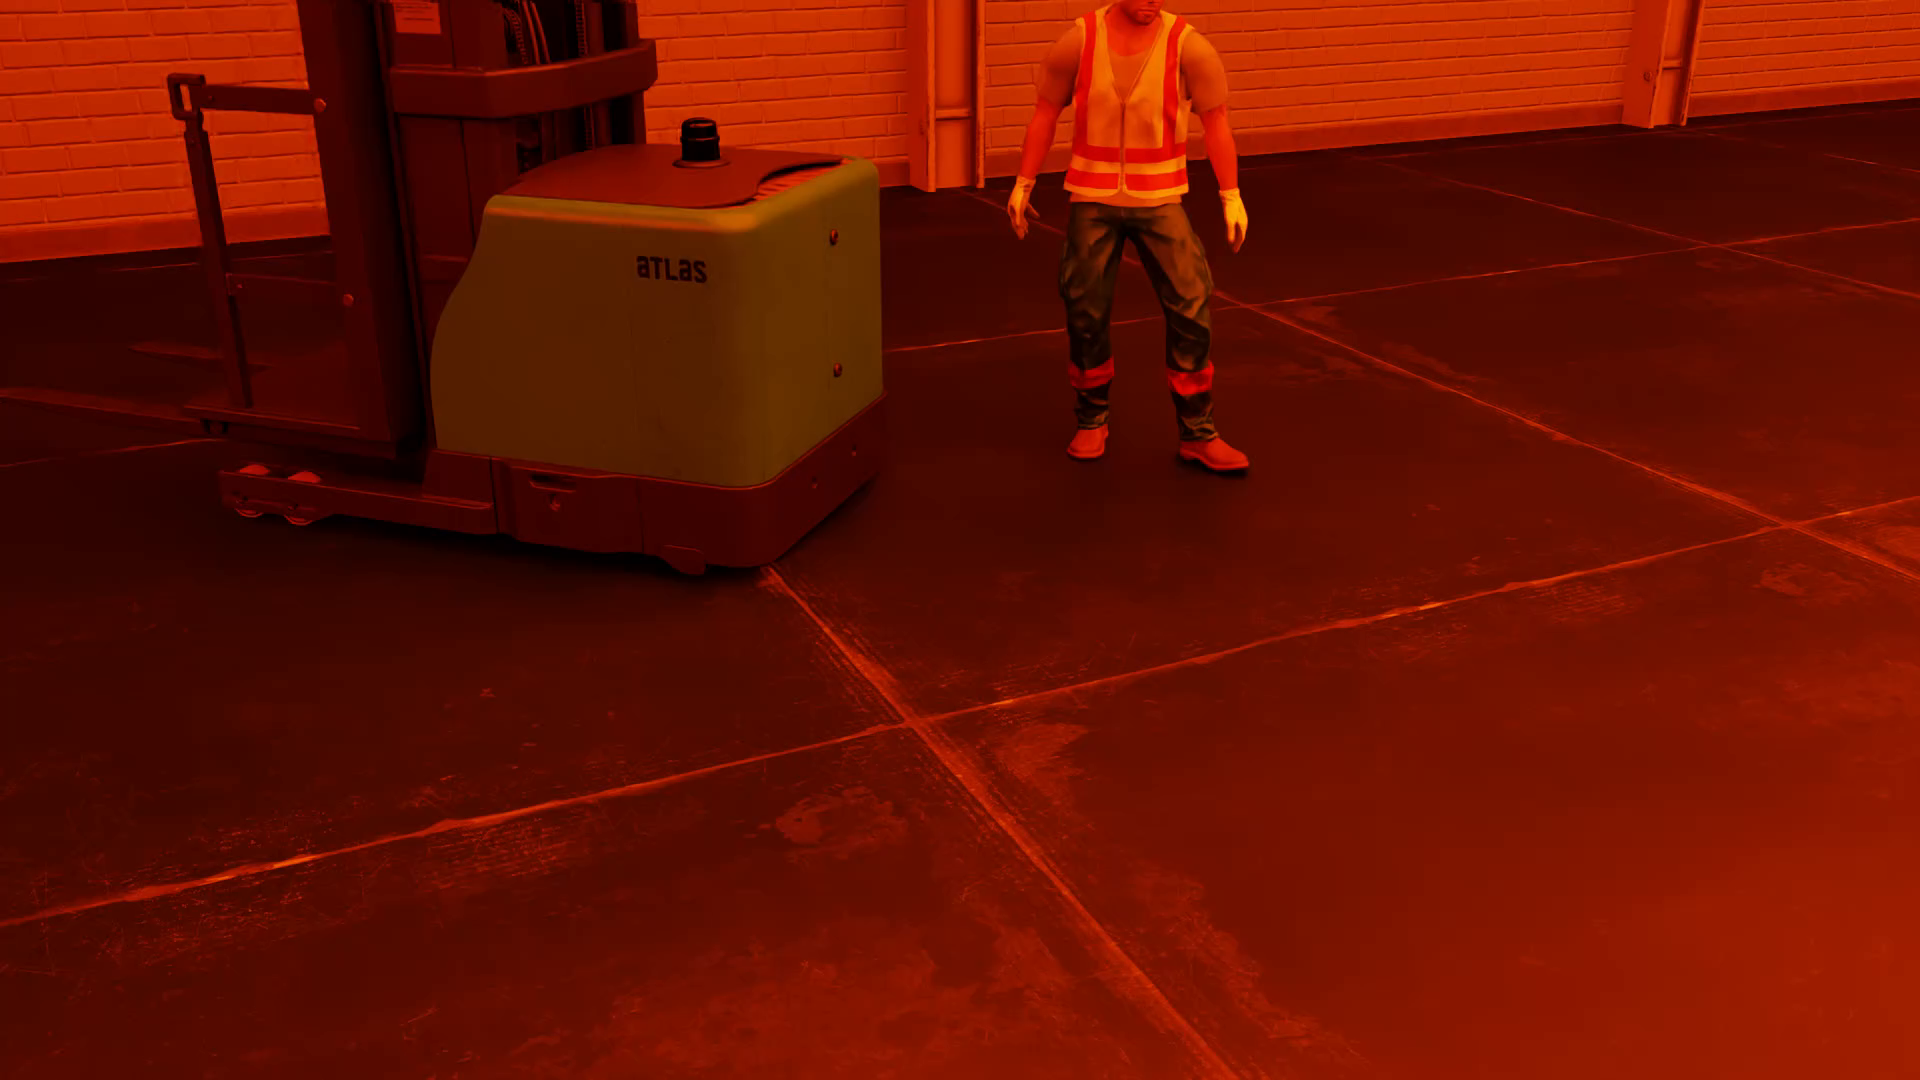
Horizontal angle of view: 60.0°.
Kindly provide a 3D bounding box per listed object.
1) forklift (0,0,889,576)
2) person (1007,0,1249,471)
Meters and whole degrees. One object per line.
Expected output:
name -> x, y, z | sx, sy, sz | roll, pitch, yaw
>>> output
forklift -> -1.812, -1.580, 5.089 | 3.031, 2.935, 1.130 | 8, 24, 18
person -> 0.570, -1.096, 5.474 | 0.868, 1.749, 0.437 | 4, 23, 9
